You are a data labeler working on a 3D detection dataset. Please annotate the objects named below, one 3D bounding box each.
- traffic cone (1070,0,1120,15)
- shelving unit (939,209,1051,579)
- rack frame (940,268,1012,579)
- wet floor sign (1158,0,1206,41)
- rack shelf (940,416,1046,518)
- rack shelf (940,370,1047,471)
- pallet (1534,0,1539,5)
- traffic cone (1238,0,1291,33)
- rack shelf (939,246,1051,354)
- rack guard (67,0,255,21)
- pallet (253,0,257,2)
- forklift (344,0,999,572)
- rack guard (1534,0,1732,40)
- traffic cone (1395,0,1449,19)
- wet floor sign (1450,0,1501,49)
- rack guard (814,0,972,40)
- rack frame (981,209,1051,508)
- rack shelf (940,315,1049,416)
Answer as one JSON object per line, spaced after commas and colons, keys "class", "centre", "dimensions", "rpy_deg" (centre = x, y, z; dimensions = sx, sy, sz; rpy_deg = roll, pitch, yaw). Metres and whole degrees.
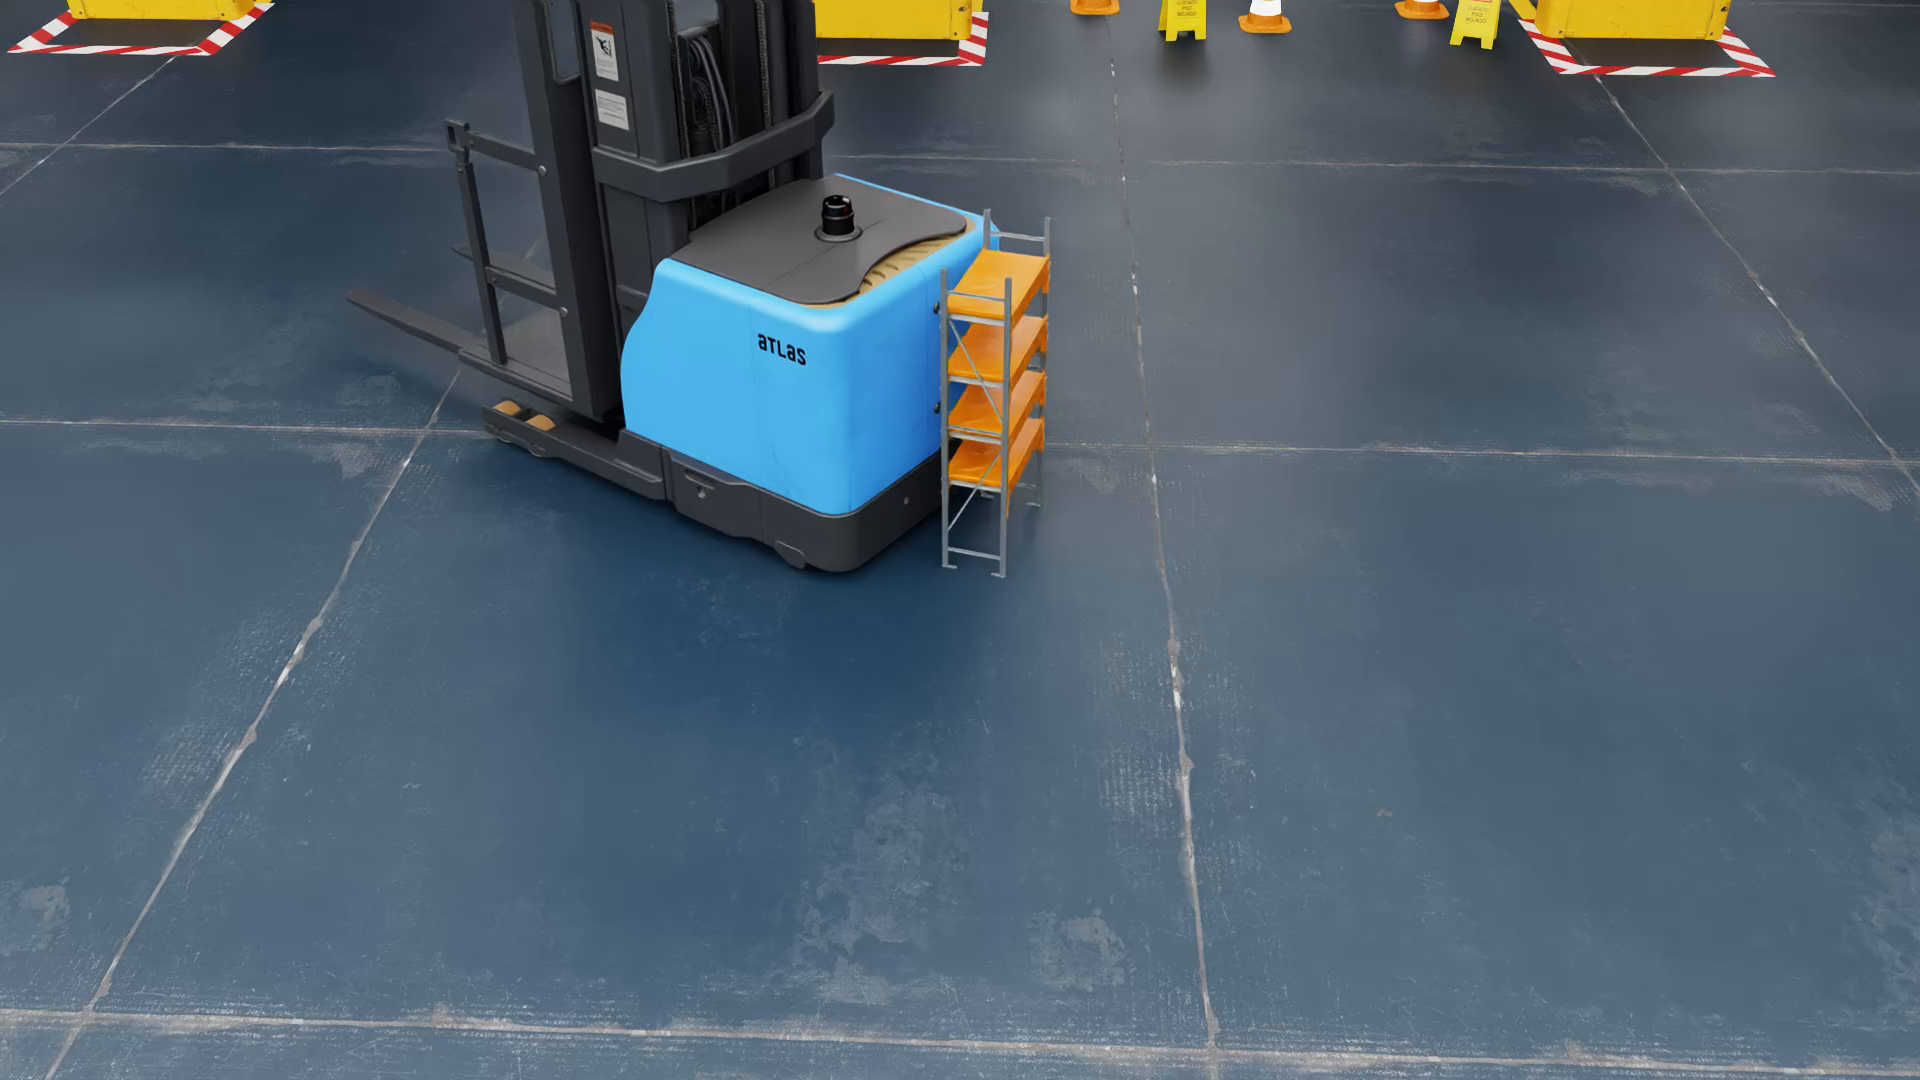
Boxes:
{"class": "traffic cone", "centre": [0.930, -3.869, 11.353], "dimensions": [0.336, 0.463, 0.334], "rpy_deg": [1, 35, 2]}
{"class": "shelving unit", "centre": [0.126, -0.508, 5.929], "dimensions": [0.258, 1.200, 0.503], "rpy_deg": [10, 36, 14]}
{"class": "rack frame", "centre": [0.052, -0.374, 5.739], "dimensions": [0.240, 1.200, 0.015], "rpy_deg": [10, 36, 14]}
{"class": "wet floor sign", "centre": [1.467, -3.609, 10.825], "dimensions": [0.267, 0.644, 0.232], "rpy_deg": [-4, 35, -6]}
{"class": "rack shelf", "centre": [0.126, -0.290, 6.082], "dimensions": [0.258, 0.148, 0.480], "rpy_deg": [10, 36, 14]}
{"class": "rack shelf", "centre": [0.126, -0.453, 5.968], "dimensions": [0.258, 0.148, 0.480], "rpy_deg": [10, 36, 14]}
{"class": "pallet", "centre": [4.511, -3.947, 11.683], "dimensions": [1.003, 0.211, 1.213], "rpy_deg": [1, 35, 2]}
{"class": "traffic cone", "centre": [2.046, -3.648, 11.038], "dimensions": [0.336, 0.463, 0.334], "rpy_deg": [1, 35, 2]}
{"class": "rack shelf", "centre": [0.126, -0.829, 5.703], "dimensions": [0.258, 0.148, 0.480], "rpy_deg": [10, 36, 14]}
{"class": "rack guard", "centre": [-5.459, -3.829, 11.263], "dimensions": [1.175, 0.500, 0.348], "rpy_deg": [1, 35, 2]}
{"class": "pallet", "centre": [-5.391, -4.176, 12.009], "dimensions": [1.003, 0.211, 1.213], "rpy_deg": [1, 35, 2]}
{"class": "forklift", "centre": [-1.332, -1.756, 6.200], "dimensions": [3.031, 2.935, 1.130], "rpy_deg": [23, 41, 29]}
{"class": "rack guard", "centre": [4.443, -3.600, 10.937], "dimensions": [1.175, 0.500, 0.348], "rpy_deg": [1, 35, 2]}
{"class": "traffic cone", "centre": [3.169, -3.818, 11.280], "dimensions": [0.336, 0.463, 0.334], "rpy_deg": [1, 35, 2]}
{"class": "wet floor sign", "centre": [3.363, -3.531, 10.713], "dimensions": [0.267, 0.644, 0.232], "rpy_deg": [13, 37, 18]}
{"class": "rack guard", "centre": [-0.511, -3.599, 10.936], "dimensions": [1.175, 0.500, 0.348], "rpy_deg": [1, 35, 2]}
{"class": "rack frame", "centre": [0.199, -0.641, 6.119], "dimensions": [0.240, 1.200, 0.015], "rpy_deg": [10, 36, 14]}
{"class": "rack shelf", "centre": [0.126, -0.636, 5.839], "dimensions": [0.258, 0.148, 0.480], "rpy_deg": [10, 36, 14]}
